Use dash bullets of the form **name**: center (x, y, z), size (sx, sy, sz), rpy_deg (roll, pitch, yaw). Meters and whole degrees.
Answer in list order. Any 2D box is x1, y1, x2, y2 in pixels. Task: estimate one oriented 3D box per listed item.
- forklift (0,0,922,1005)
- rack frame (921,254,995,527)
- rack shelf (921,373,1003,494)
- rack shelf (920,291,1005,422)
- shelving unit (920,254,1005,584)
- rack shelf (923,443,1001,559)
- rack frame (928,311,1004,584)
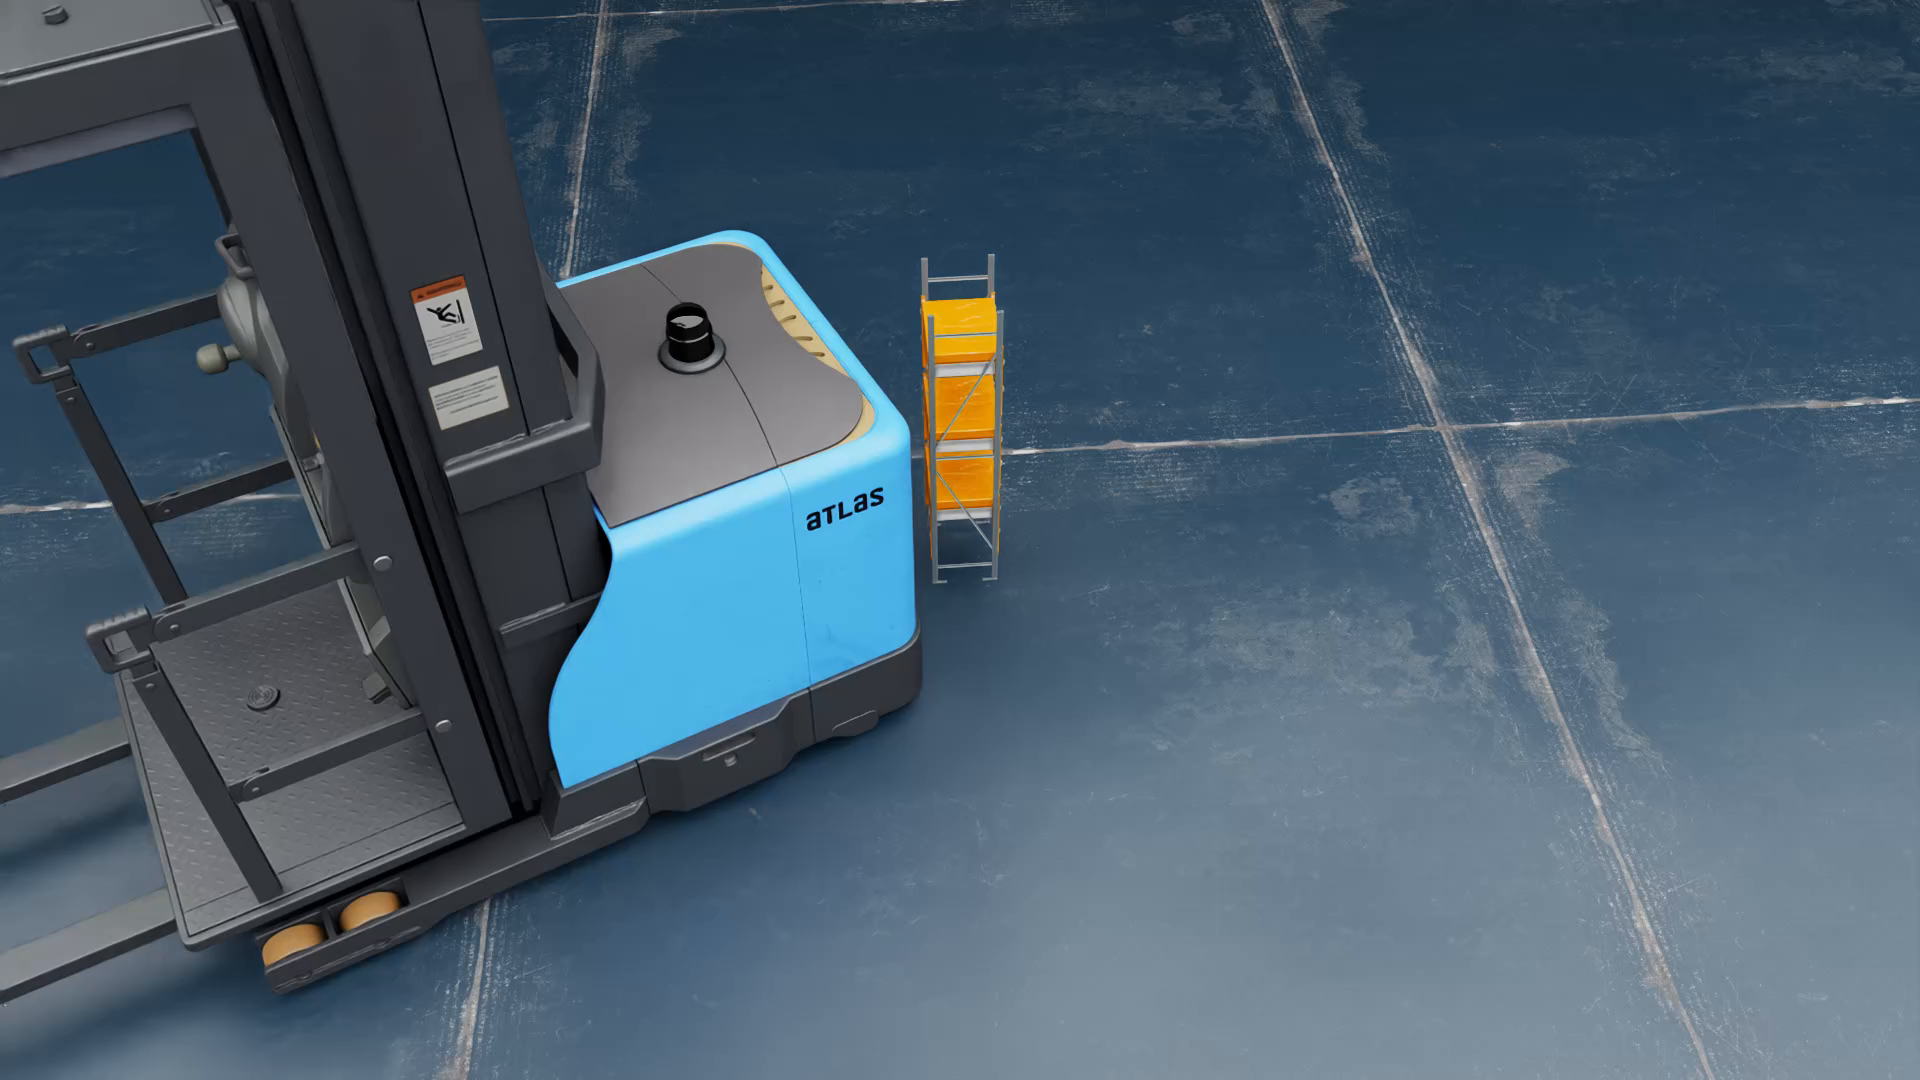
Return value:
- **forklift**: center (-1.649, -0.327, 3.541), size (3.031, 2.935, 1.130), rpy_deg (-22, 50, -19)
- **rack frame**: center (-0.006, -0.411, 4.916), size (0.200, 1.050, 0.008), rpy_deg (-3, 47, -3)
- **rack shelf**: center (0.004, -0.315, 4.840), size (0.215, 0.259, 0.240), rpy_deg (-3, 47, -3)
- **rack shelf**: center (0.004, -0.510, 4.634), size (0.215, 0.259, 0.240), rpy_deg (-3, 47, -3)
- **shelving unit**: center (0.004, -0.322, 4.832), size (0.215, 1.050, 0.252), rpy_deg (-3, 47, -3)
- **rack shelf**: center (0.004, -0.124, 5.042), size (0.215, 0.259, 0.240), rpy_deg (-3, 47, -3)
- **rack frame**: center (0.015, -0.234, 4.749), size (0.200, 1.050, 0.008), rpy_deg (-3, 47, -3)
